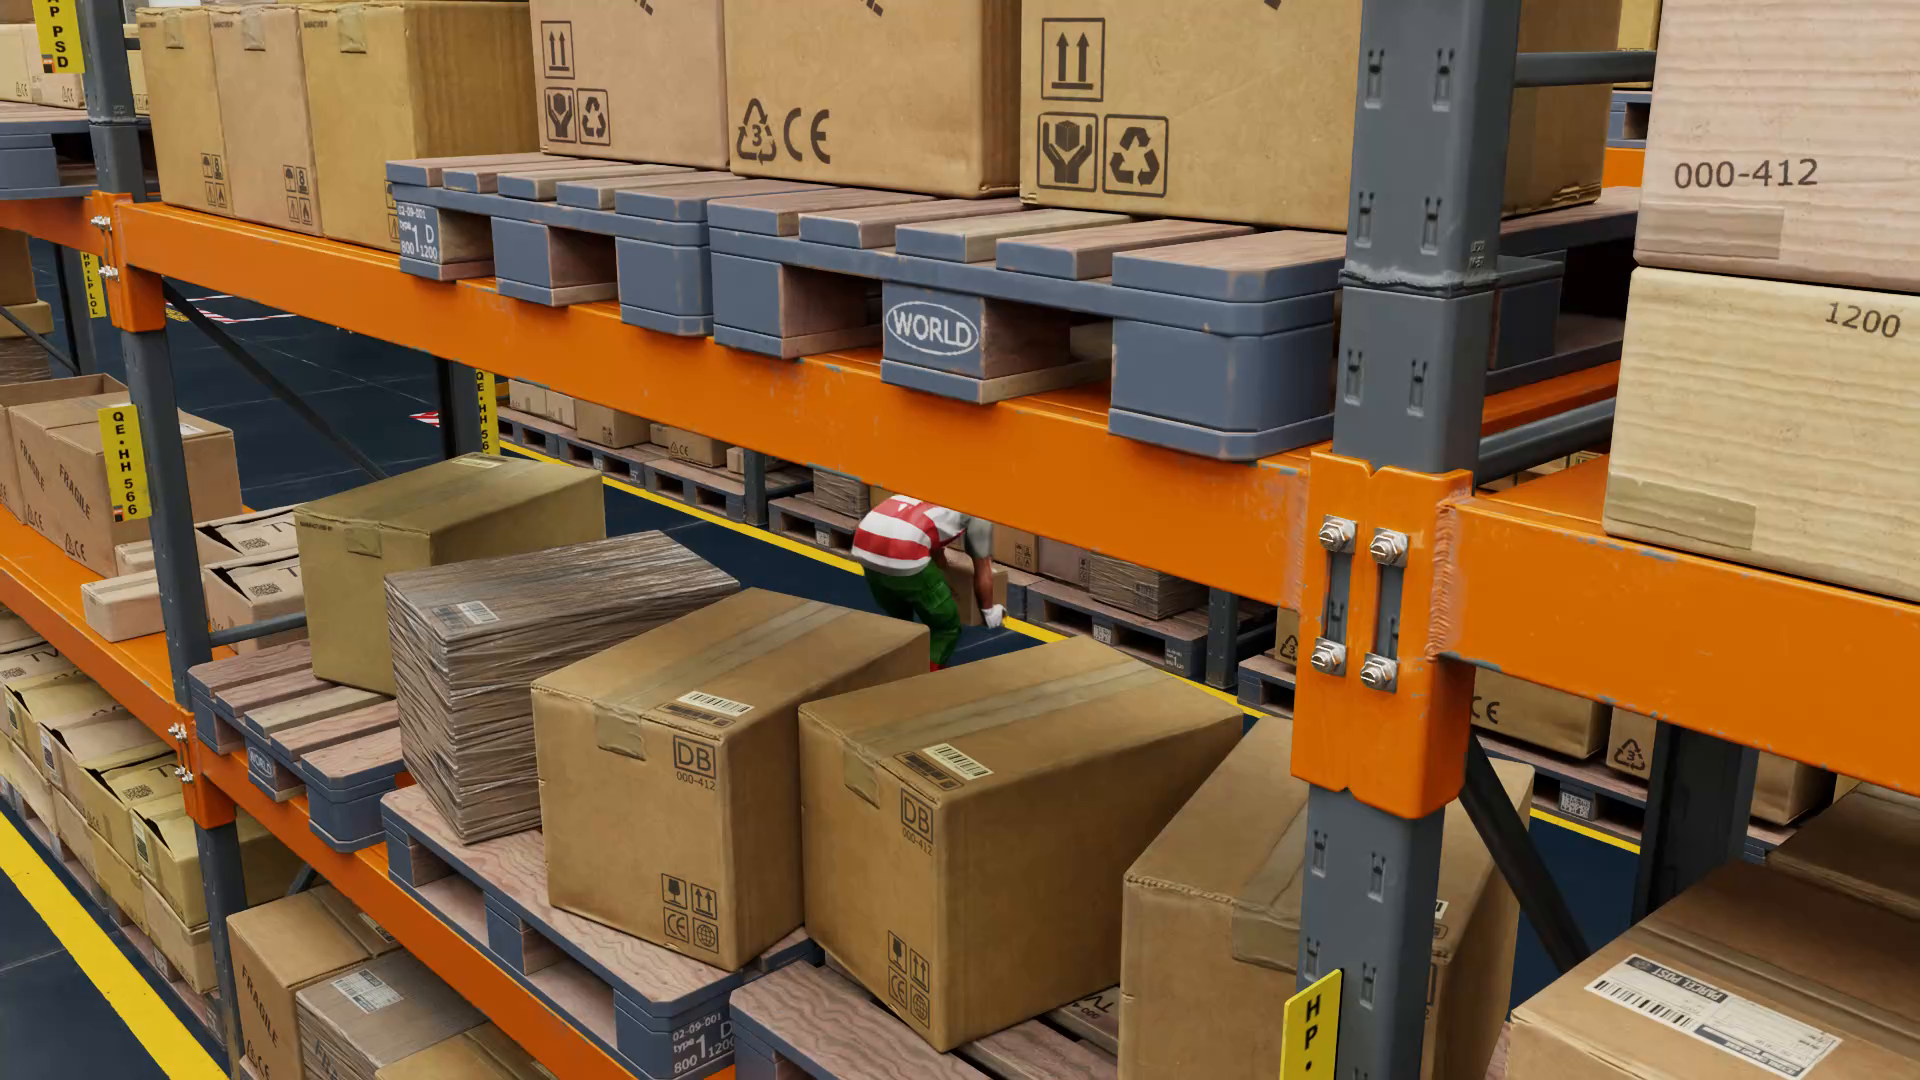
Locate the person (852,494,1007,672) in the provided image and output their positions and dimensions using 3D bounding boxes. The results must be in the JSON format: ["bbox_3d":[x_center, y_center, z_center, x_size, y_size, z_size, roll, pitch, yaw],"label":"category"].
[{"bbox_3d":[-0.106,0.229,8.159,0.509,1.257,0.928,16,23,42],"label":"person"}]
